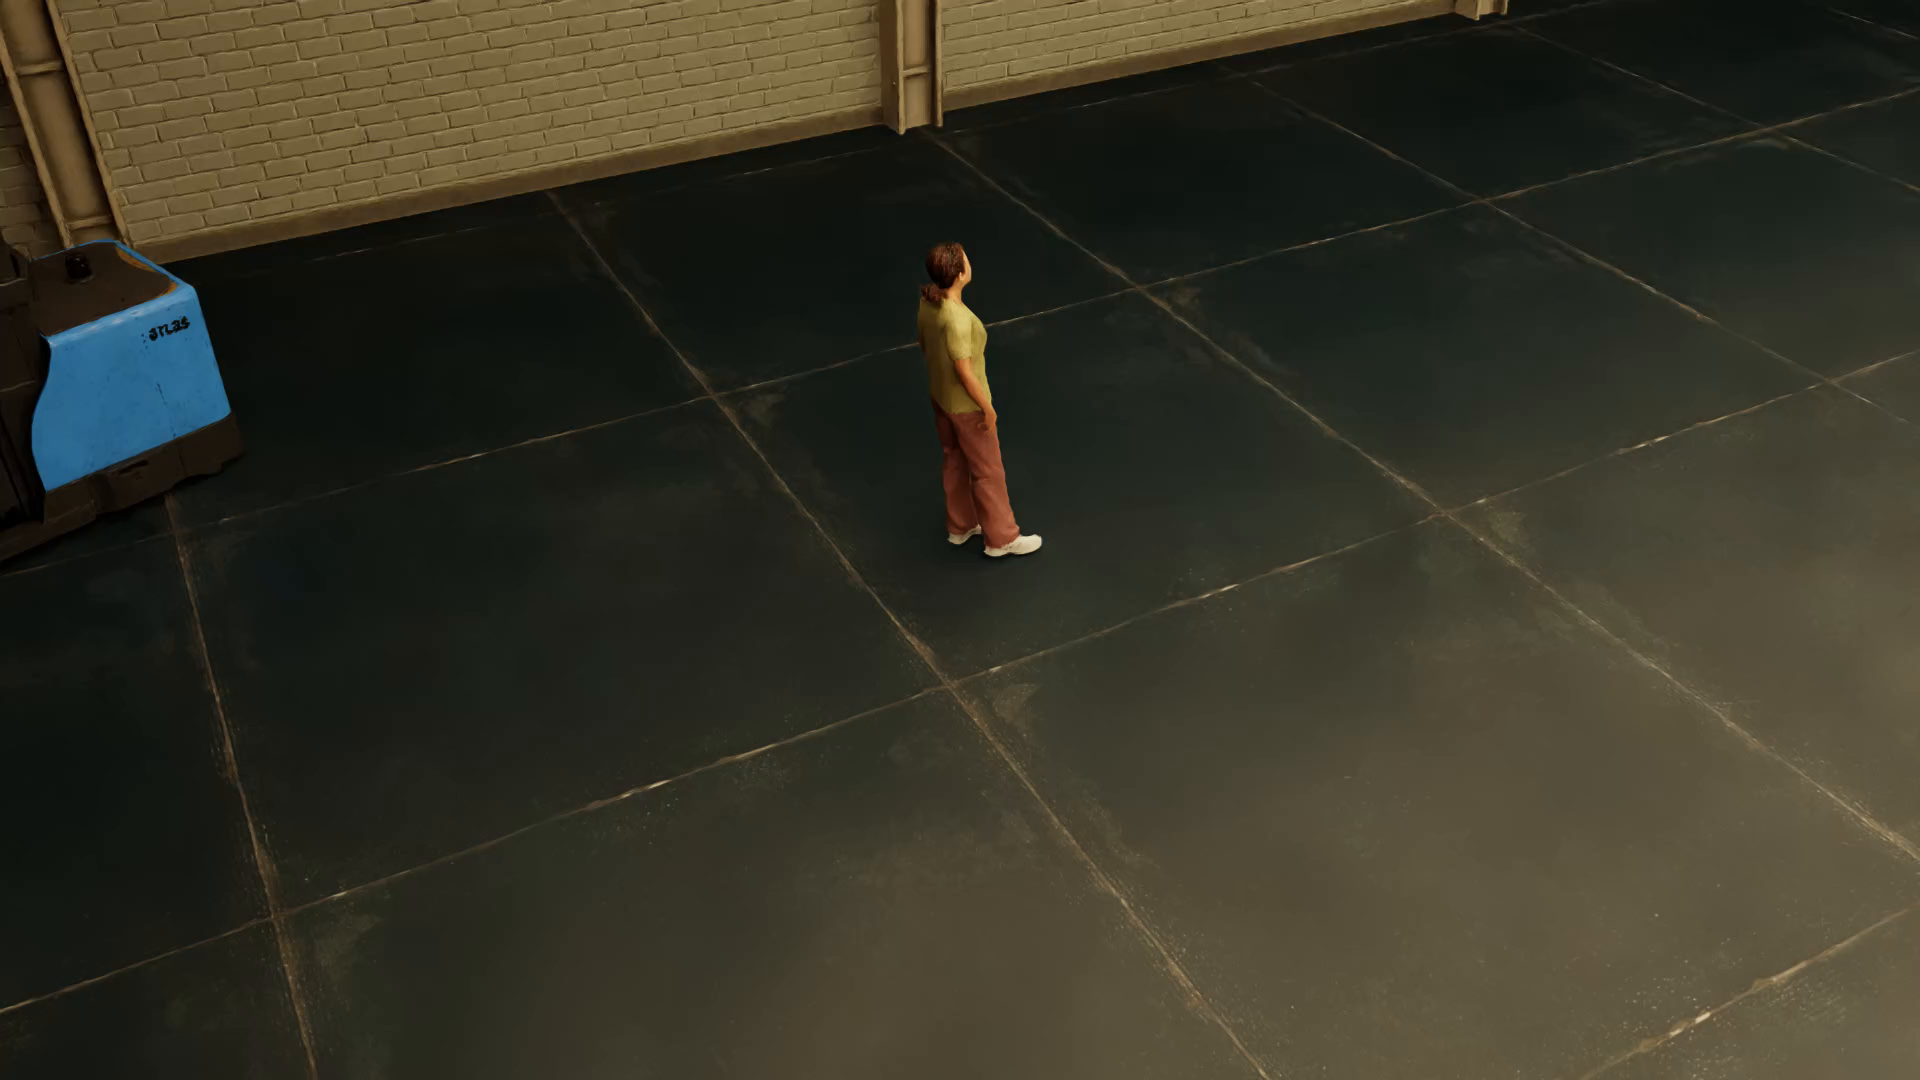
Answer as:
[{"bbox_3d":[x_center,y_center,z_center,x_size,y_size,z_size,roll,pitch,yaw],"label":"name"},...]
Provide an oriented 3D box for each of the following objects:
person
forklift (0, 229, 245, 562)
[{"bbox_3d":[0.070,-0.705,8.195,0.548,1.674,0.554,-17,39,-23],"label":"person"},{"bbox_3d":[-5.338,-1.190,7.806,1.130,2.935,3.031,27,44,33],"label":"forklift"}]
